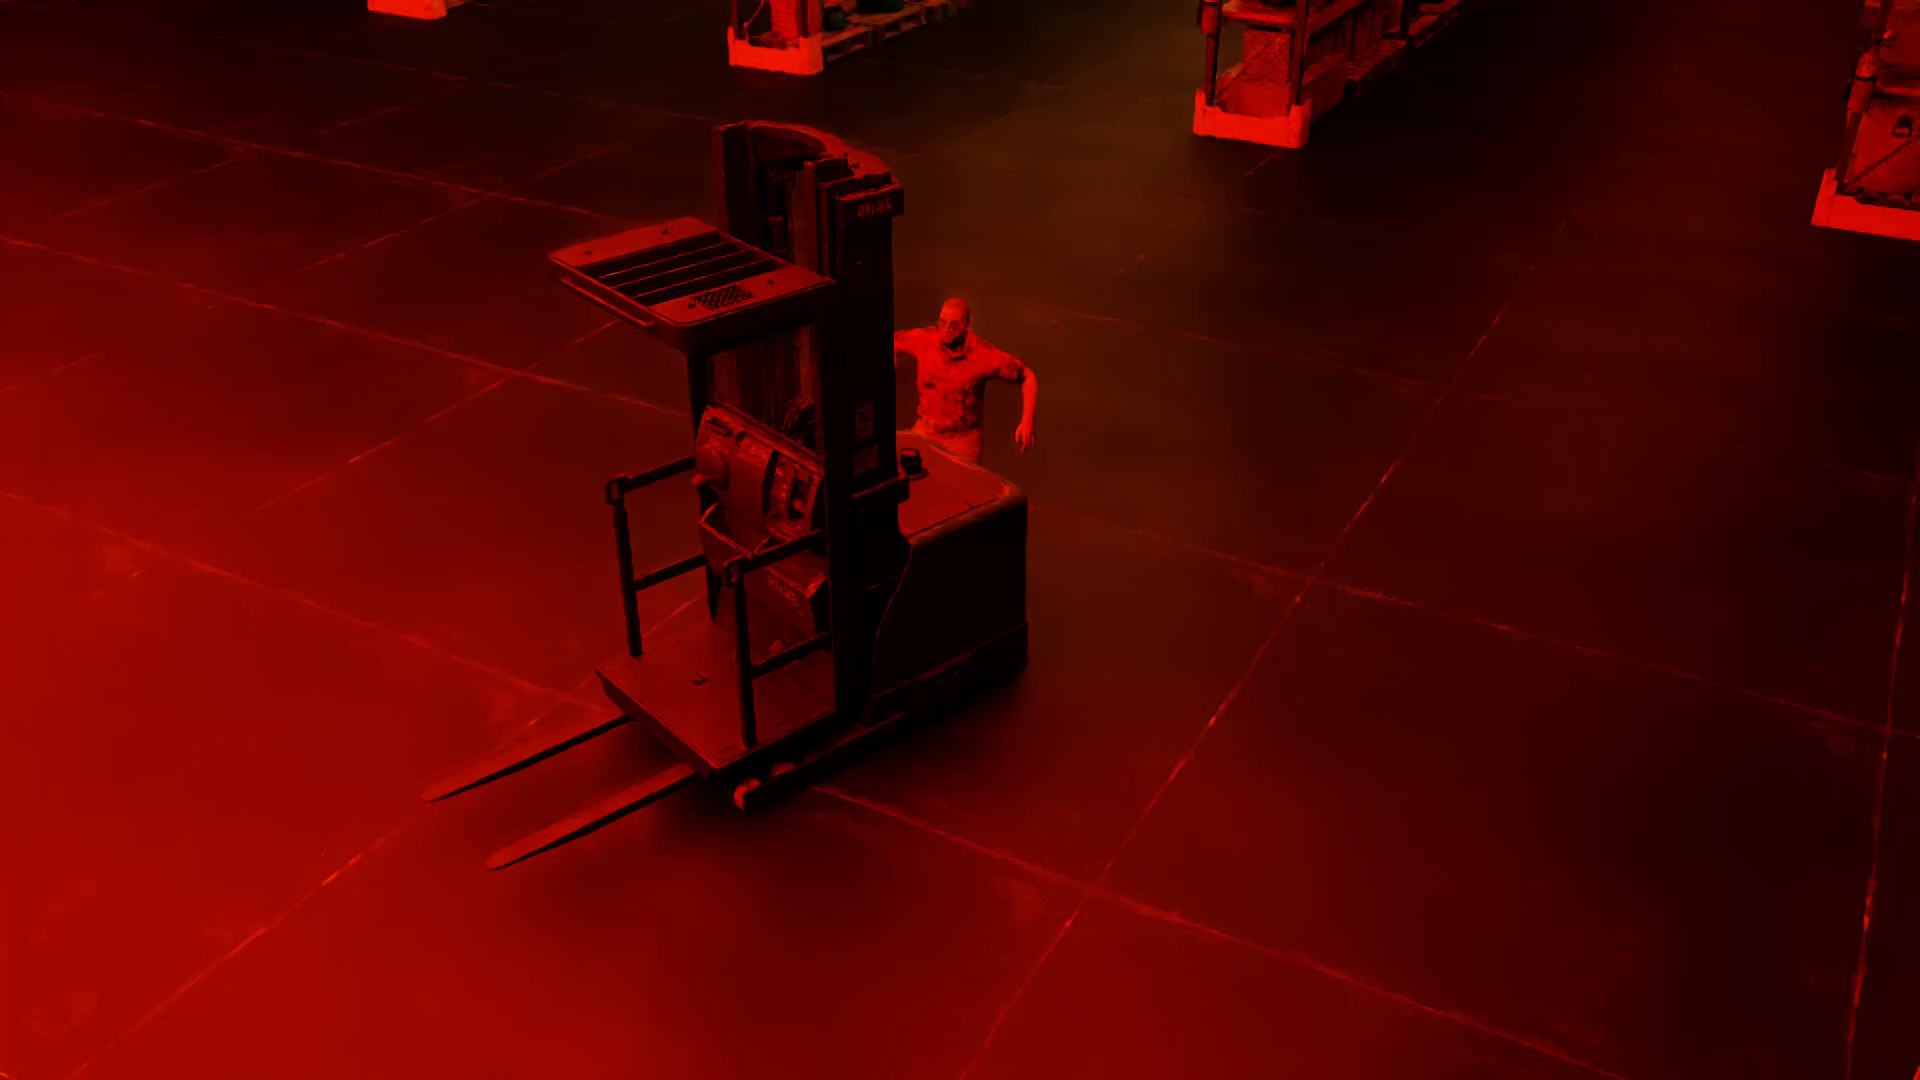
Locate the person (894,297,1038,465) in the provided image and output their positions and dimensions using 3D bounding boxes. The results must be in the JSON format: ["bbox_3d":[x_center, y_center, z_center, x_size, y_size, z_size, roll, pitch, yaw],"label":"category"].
[{"bbox_3d":[-0.113,-0.521,9.290,1.029,1.608,0.814,13,32,21],"label":"person"}]

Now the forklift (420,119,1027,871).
[{"bbox_3d":[-1.092,-0.287,7.569,3.031,2.935,1.130,-24,37,-35],"label":"forklift"}]
